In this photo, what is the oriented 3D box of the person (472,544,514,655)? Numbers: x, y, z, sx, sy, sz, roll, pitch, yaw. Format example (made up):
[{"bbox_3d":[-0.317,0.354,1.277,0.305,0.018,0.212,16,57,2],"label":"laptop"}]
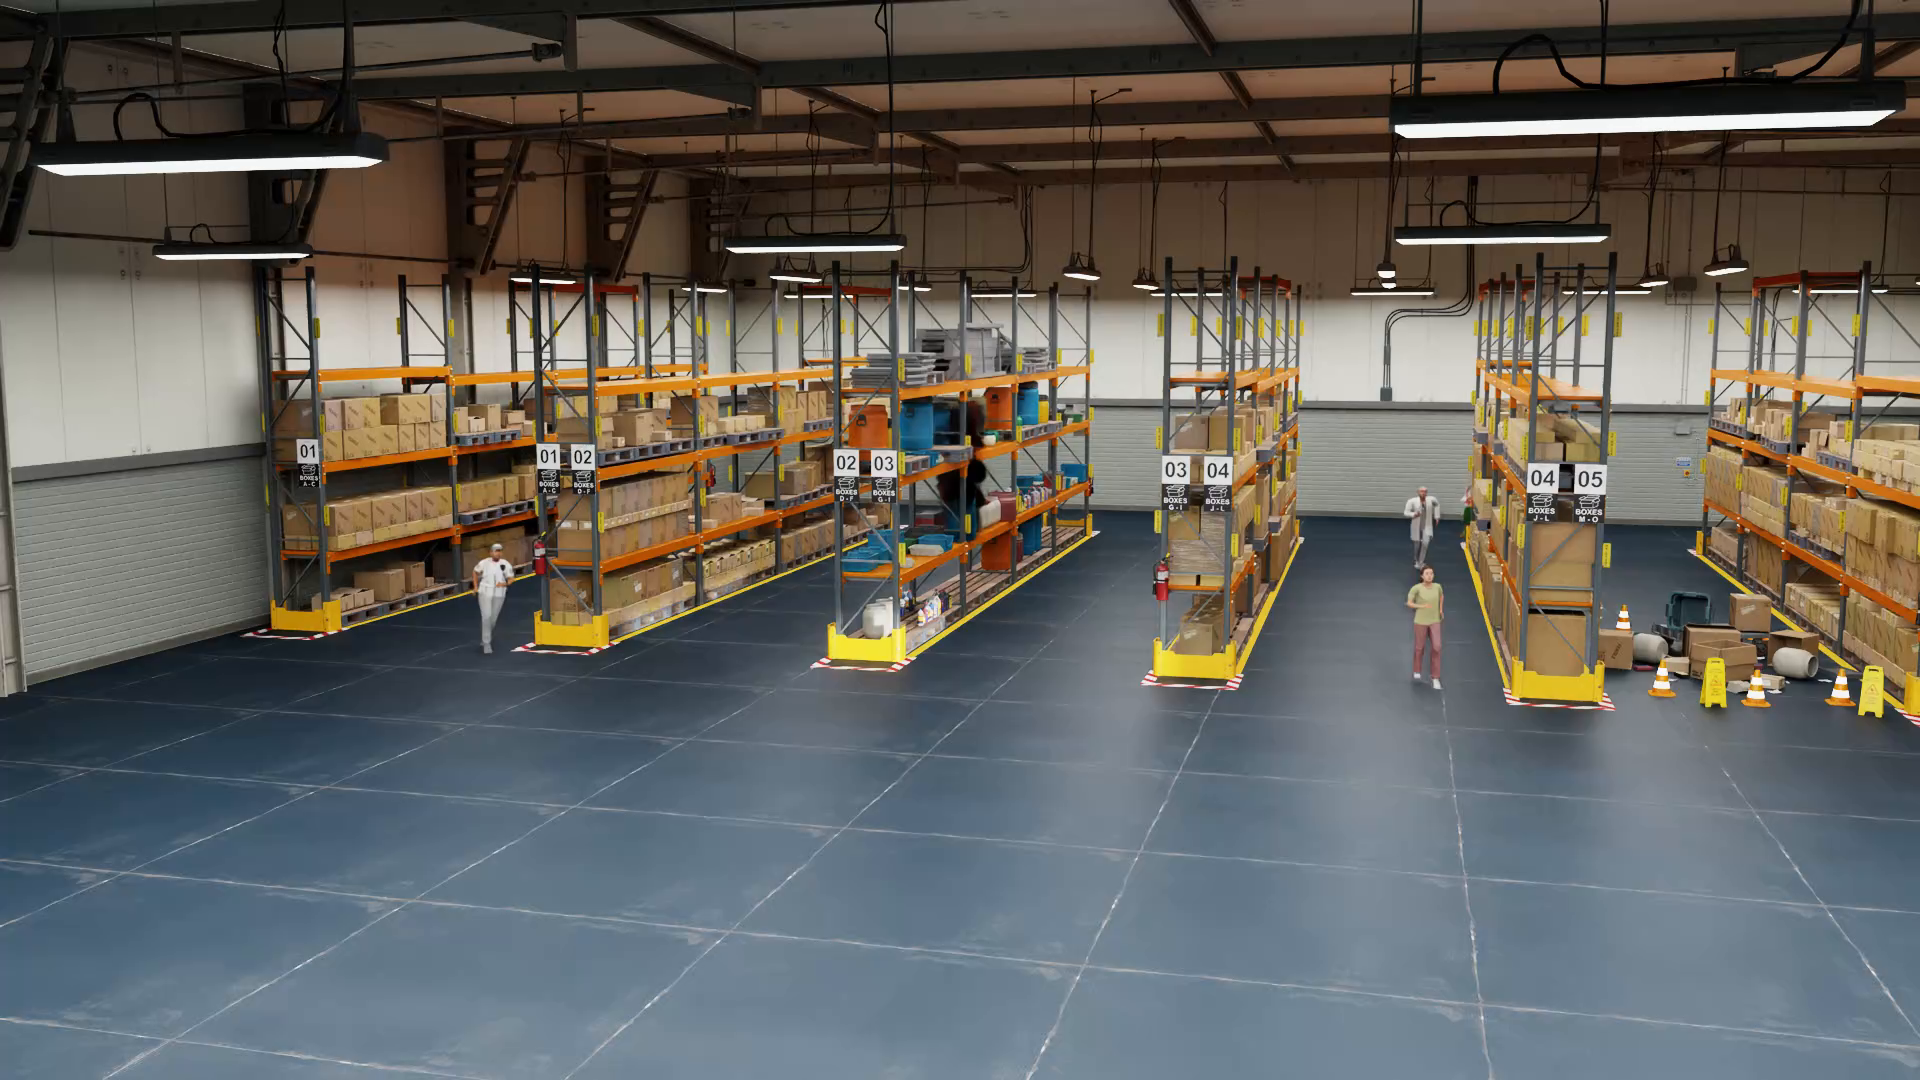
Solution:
[{"bbox_3d":[-7.271,0.890,25.987,0.610,1.662,0.847,-3,8,-25],"label":"person"}]

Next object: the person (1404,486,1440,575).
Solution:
[{"bbox_3d":[9.515,-0.213,34.283,0.745,1.831,0.978,1,7,10],"label":"person"}]

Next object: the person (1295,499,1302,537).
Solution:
[{"bbox_3d":[7.883,-0.897,40.294,0.738,1.617,0.686,6,9,38],"label":"person"}]

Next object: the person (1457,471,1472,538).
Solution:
[{"bbox_3d":[12.096,-0.838,39.411,0.763,1.716,0.757,5,9,32],"label":"person"}]

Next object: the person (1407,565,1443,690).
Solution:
[{"bbox_3d":[6.554,1.212,23.415,0.581,1.737,0.691,0,7,-1],"label":"person"}]
